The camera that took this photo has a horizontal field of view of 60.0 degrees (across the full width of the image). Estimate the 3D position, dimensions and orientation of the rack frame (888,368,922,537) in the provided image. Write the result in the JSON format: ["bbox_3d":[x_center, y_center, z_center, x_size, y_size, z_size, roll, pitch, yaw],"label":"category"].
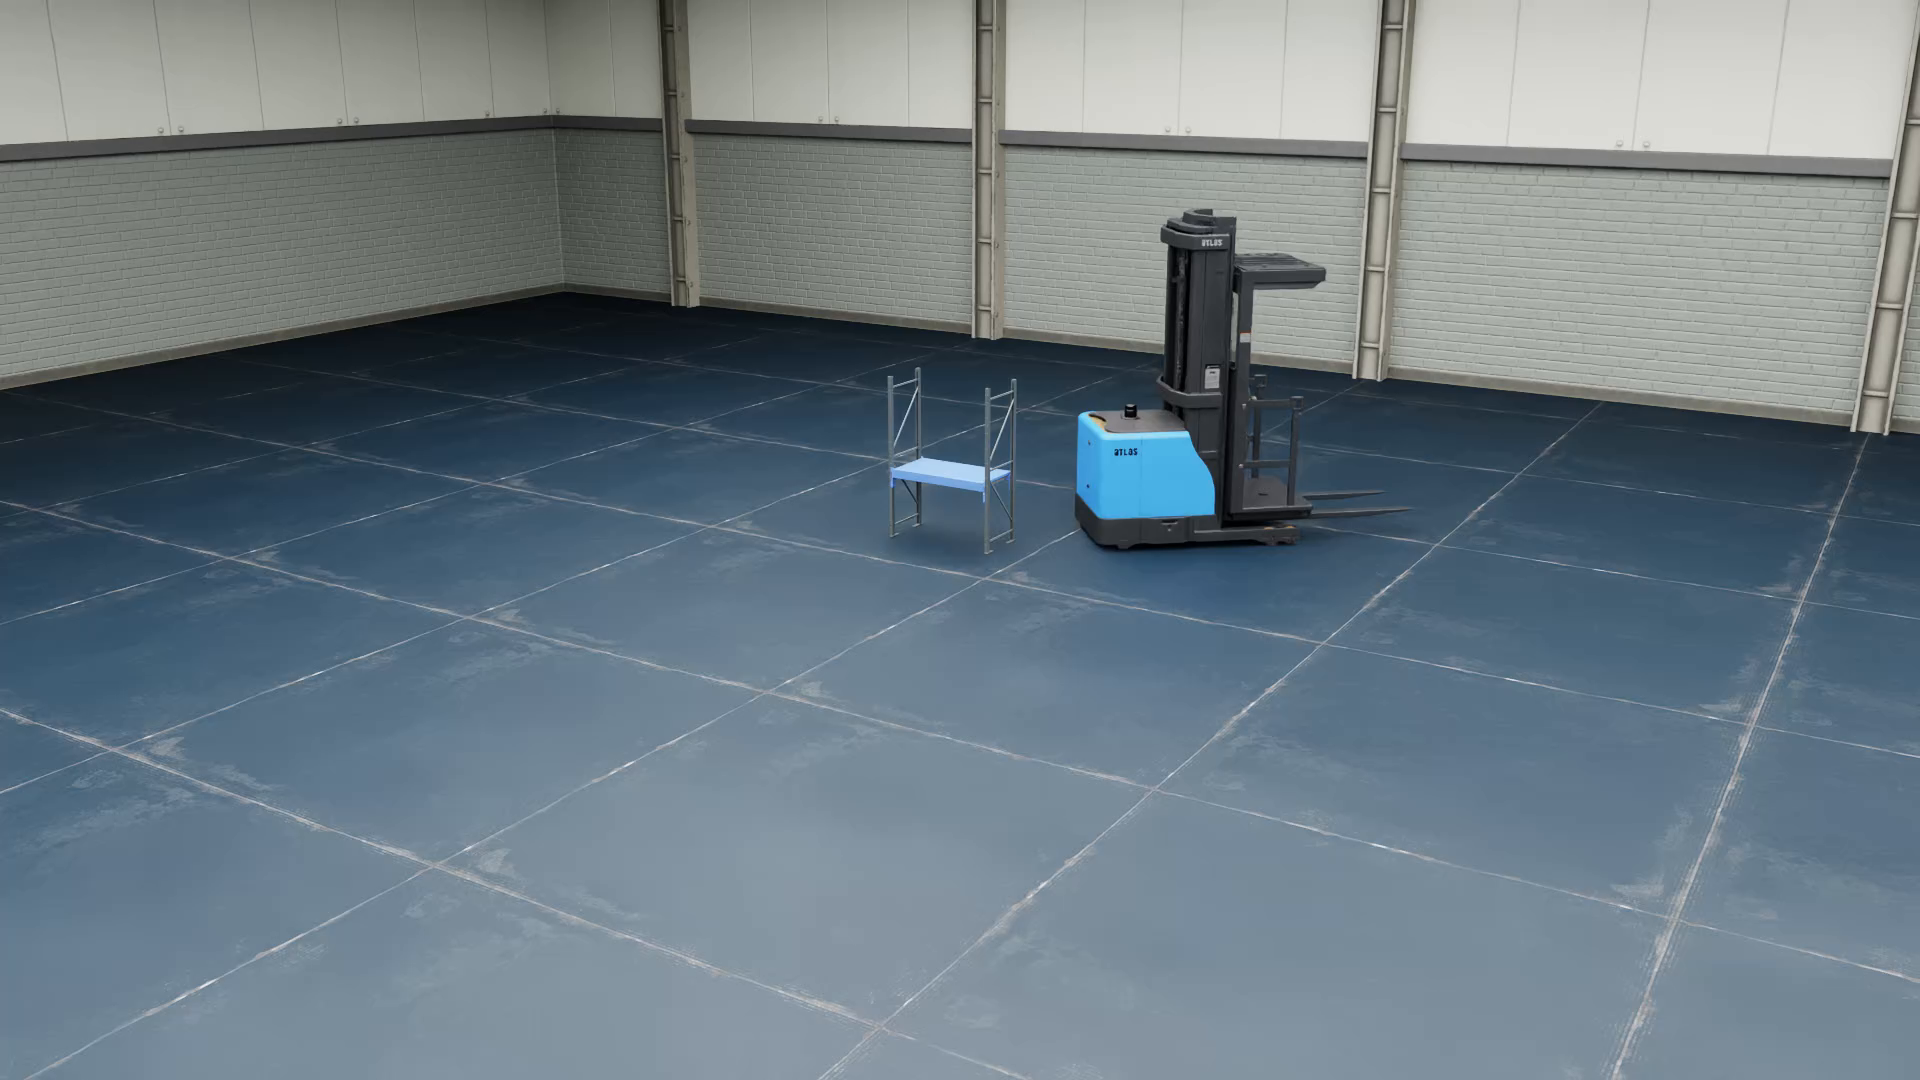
[{"bbox_3d":[-0.506,-0.808,15.329,0.032,1.500,0.500,10,20,30],"label":"rack frame"}]

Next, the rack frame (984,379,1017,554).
[{"bbox_3d":[0.360,-0.653,14.820,0.032,1.500,0.500,10,20,30],"label":"rack frame"}]

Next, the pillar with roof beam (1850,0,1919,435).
[{"bbox_3d":[8.396,-4.517,14.638,0.400,9.000,9.100,10,20,30],"label":"pillar with roof beam"}]

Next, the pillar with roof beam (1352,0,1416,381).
[{"bbox_3d":[3.284,-5.430,17.643,0.400,9.000,9.100,10,20,30],"label":"pillar with roof beam"}]

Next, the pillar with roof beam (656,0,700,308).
[{"bbox_3d":[-6.942,-7.255,23.652,0.400,9.000,9.100,10,20,30],"label":"pillar with roof beam"}]

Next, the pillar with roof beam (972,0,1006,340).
[{"bbox_3d":[-1.829,-6.343,20.647,0.400,9.000,9.100,10,20,30],"label":"pillar with roof beam"}]

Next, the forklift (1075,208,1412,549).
[{"bbox_3d":[2.650,-1.503,15.154,3.031,2.935,1.130,-3,17,-9],"label":"forklift"}]

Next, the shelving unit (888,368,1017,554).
[{"bbox_3d":[-0.073,-0.731,15.075,1.048,1.500,0.538,10,20,30],"label":"shelving unit"}]

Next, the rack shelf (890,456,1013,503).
[{"bbox_3d":[-0.073,-0.558,15.127,1.000,0.185,0.538,10,20,30],"label":"rack shelf"}]
